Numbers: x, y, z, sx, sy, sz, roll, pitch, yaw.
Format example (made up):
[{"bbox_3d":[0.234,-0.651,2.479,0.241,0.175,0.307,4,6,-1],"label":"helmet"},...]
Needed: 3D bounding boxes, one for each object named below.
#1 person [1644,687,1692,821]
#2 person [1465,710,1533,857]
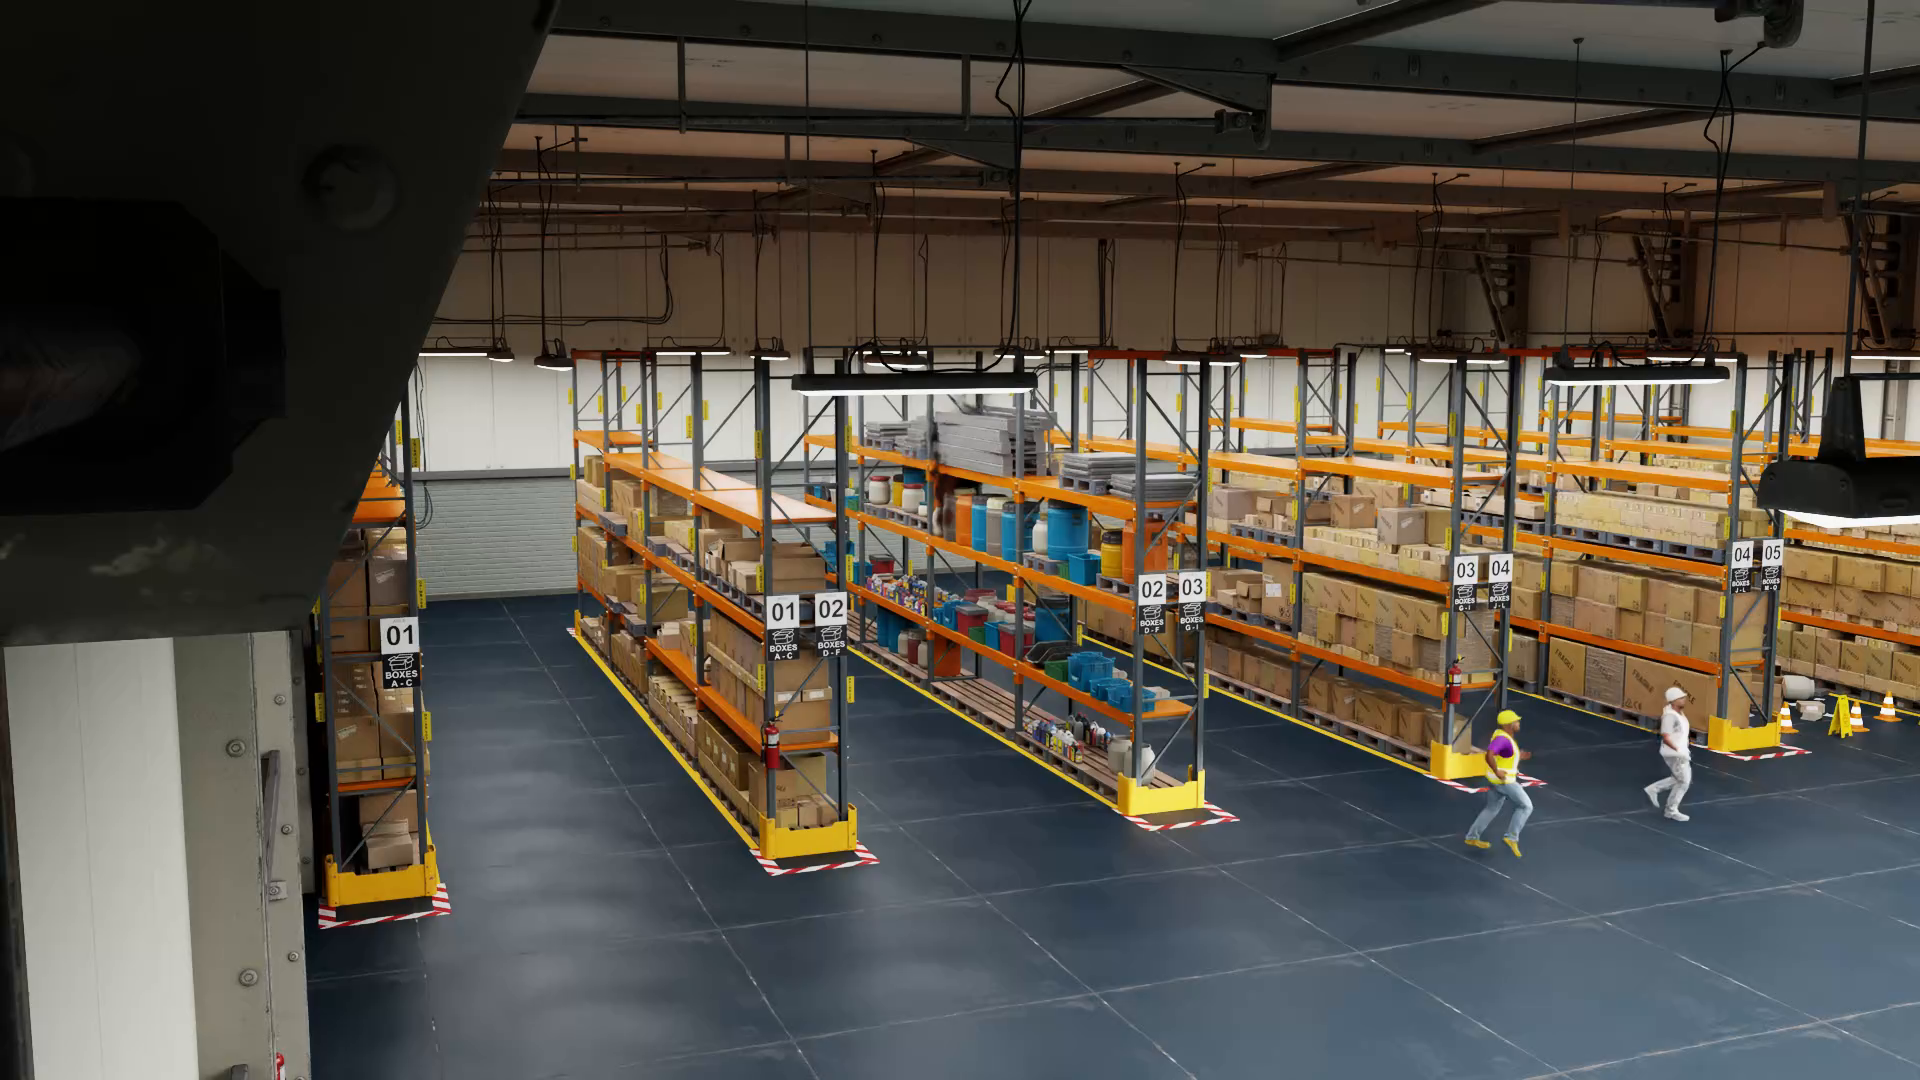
[{"bbox_3d":[9.269,2.778,21.732,0.565,1.744,0.676,3,8,24],"label":"person"},{"bbox_3d":[6.582,2.959,20.277,0.789,1.798,0.675,0,7,3],"label":"person"}]
